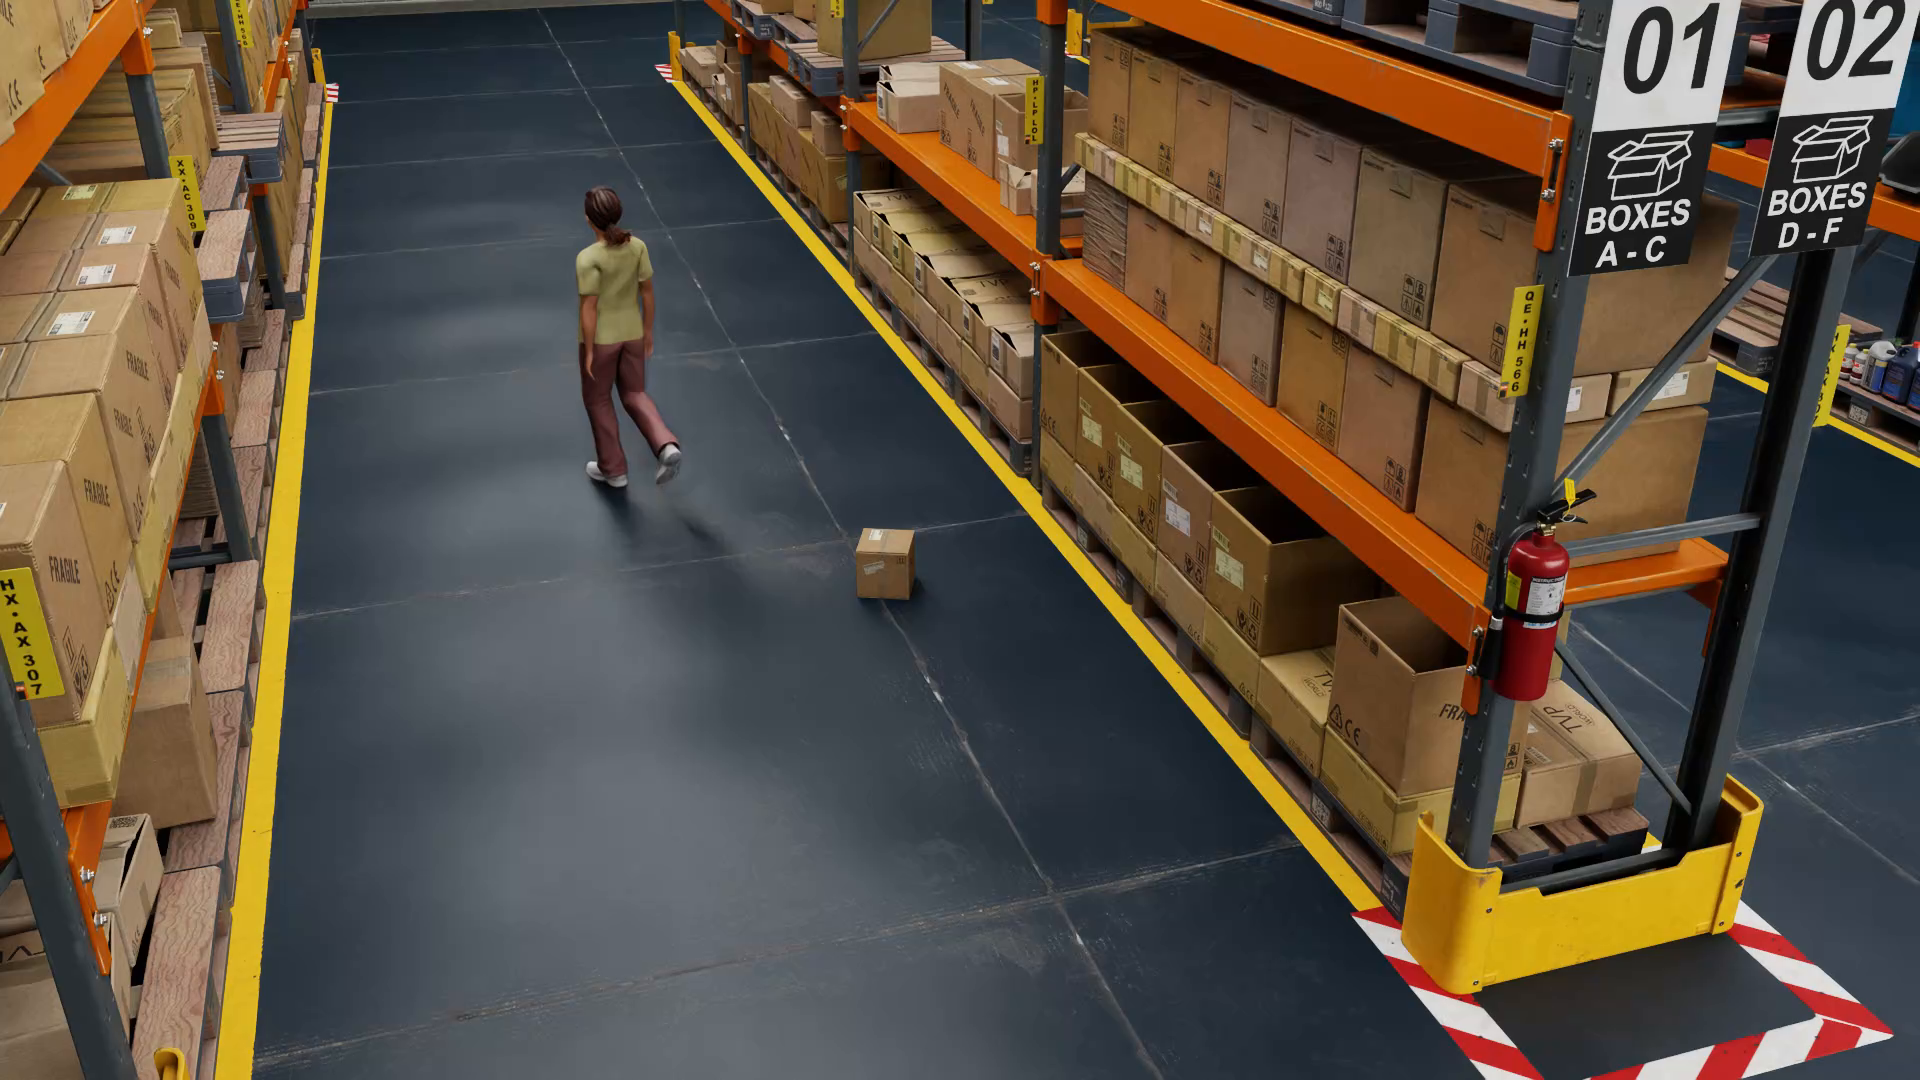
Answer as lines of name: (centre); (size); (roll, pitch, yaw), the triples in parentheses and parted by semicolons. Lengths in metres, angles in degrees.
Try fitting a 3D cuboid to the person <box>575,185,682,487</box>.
person: (-1.764, -1.024, 8.640); (0.449, 1.652, 0.702); (-23, 34, -38)
